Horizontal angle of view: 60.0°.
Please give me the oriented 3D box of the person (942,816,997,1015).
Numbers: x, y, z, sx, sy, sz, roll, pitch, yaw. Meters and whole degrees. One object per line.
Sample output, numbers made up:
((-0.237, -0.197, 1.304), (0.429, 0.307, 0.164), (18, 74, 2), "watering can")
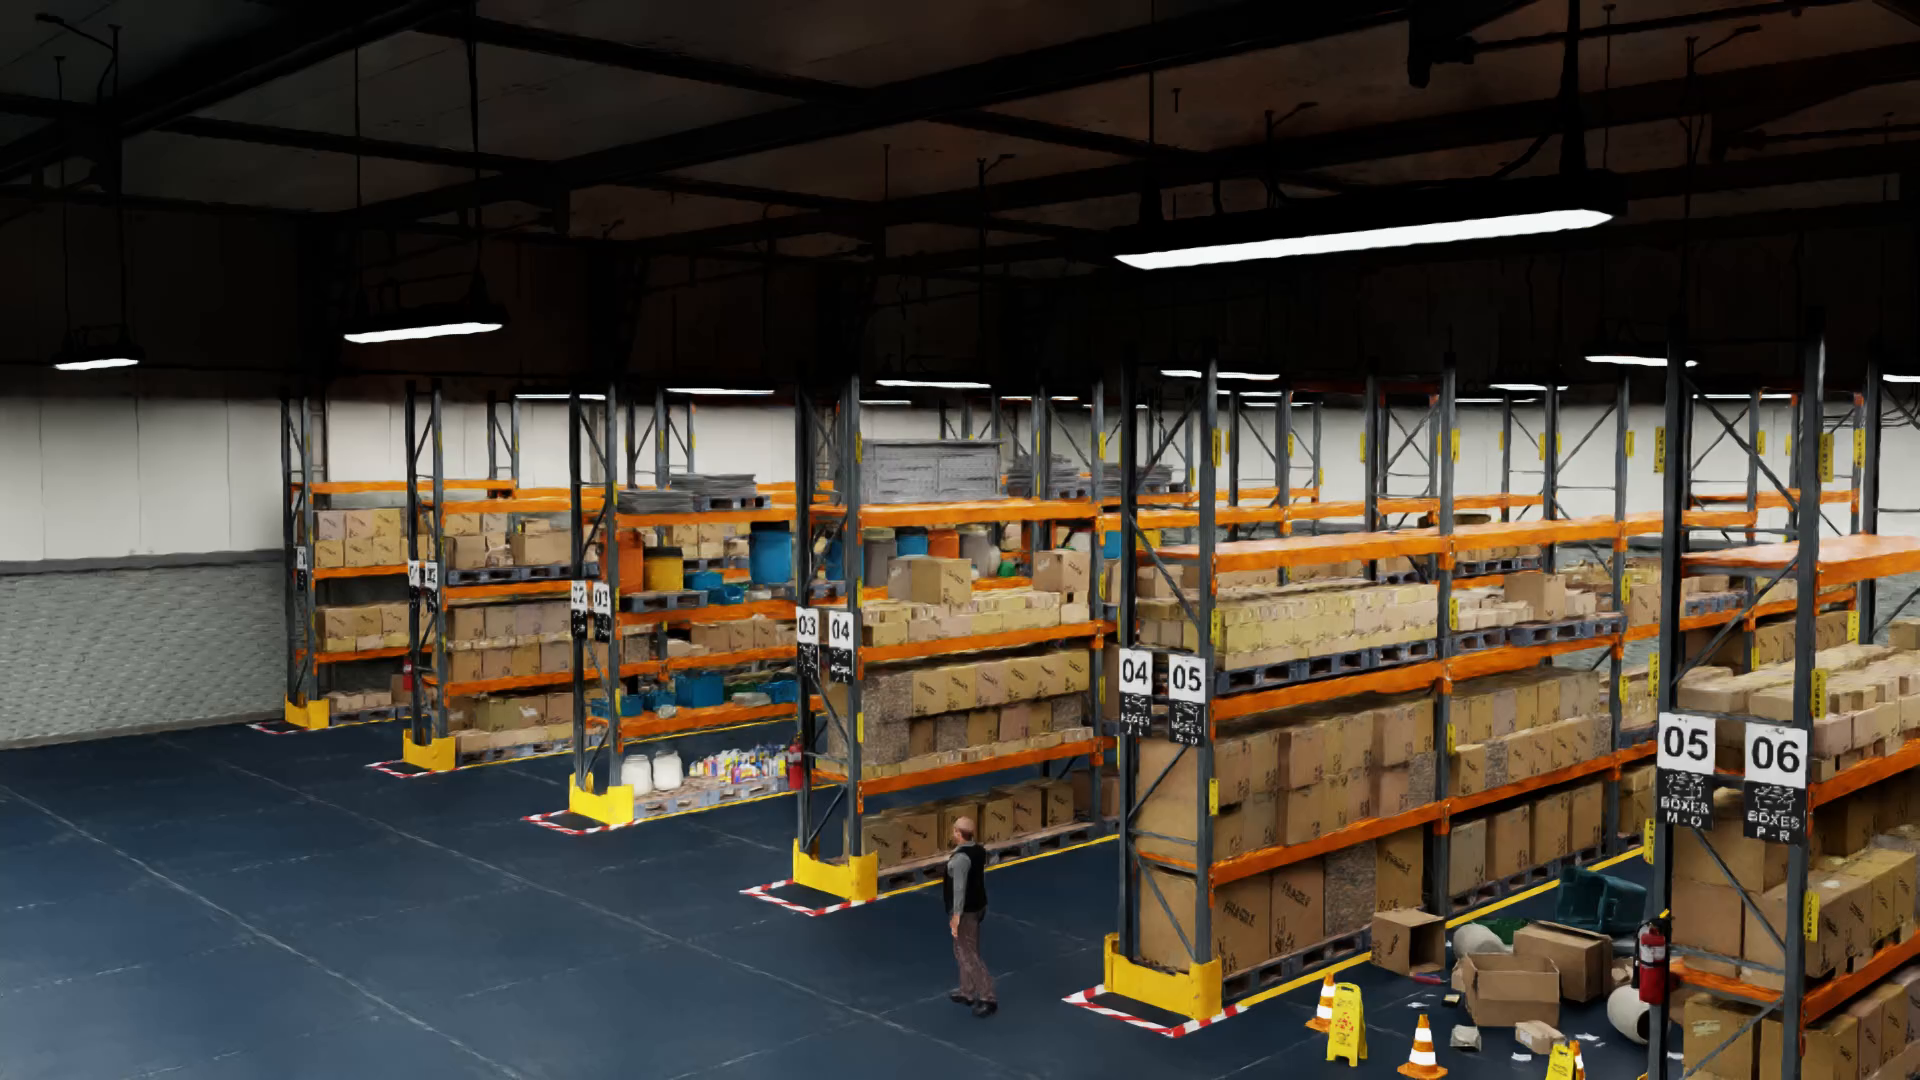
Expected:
((0.105, 3.358, 14.986), (0.536, 1.714, 0.619), (1, 4, 21), "person")

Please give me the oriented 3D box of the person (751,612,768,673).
((-4.138, 2.098, 34.616), (0.388, 1.676, 0.562), (2, 4, 23), "person")
